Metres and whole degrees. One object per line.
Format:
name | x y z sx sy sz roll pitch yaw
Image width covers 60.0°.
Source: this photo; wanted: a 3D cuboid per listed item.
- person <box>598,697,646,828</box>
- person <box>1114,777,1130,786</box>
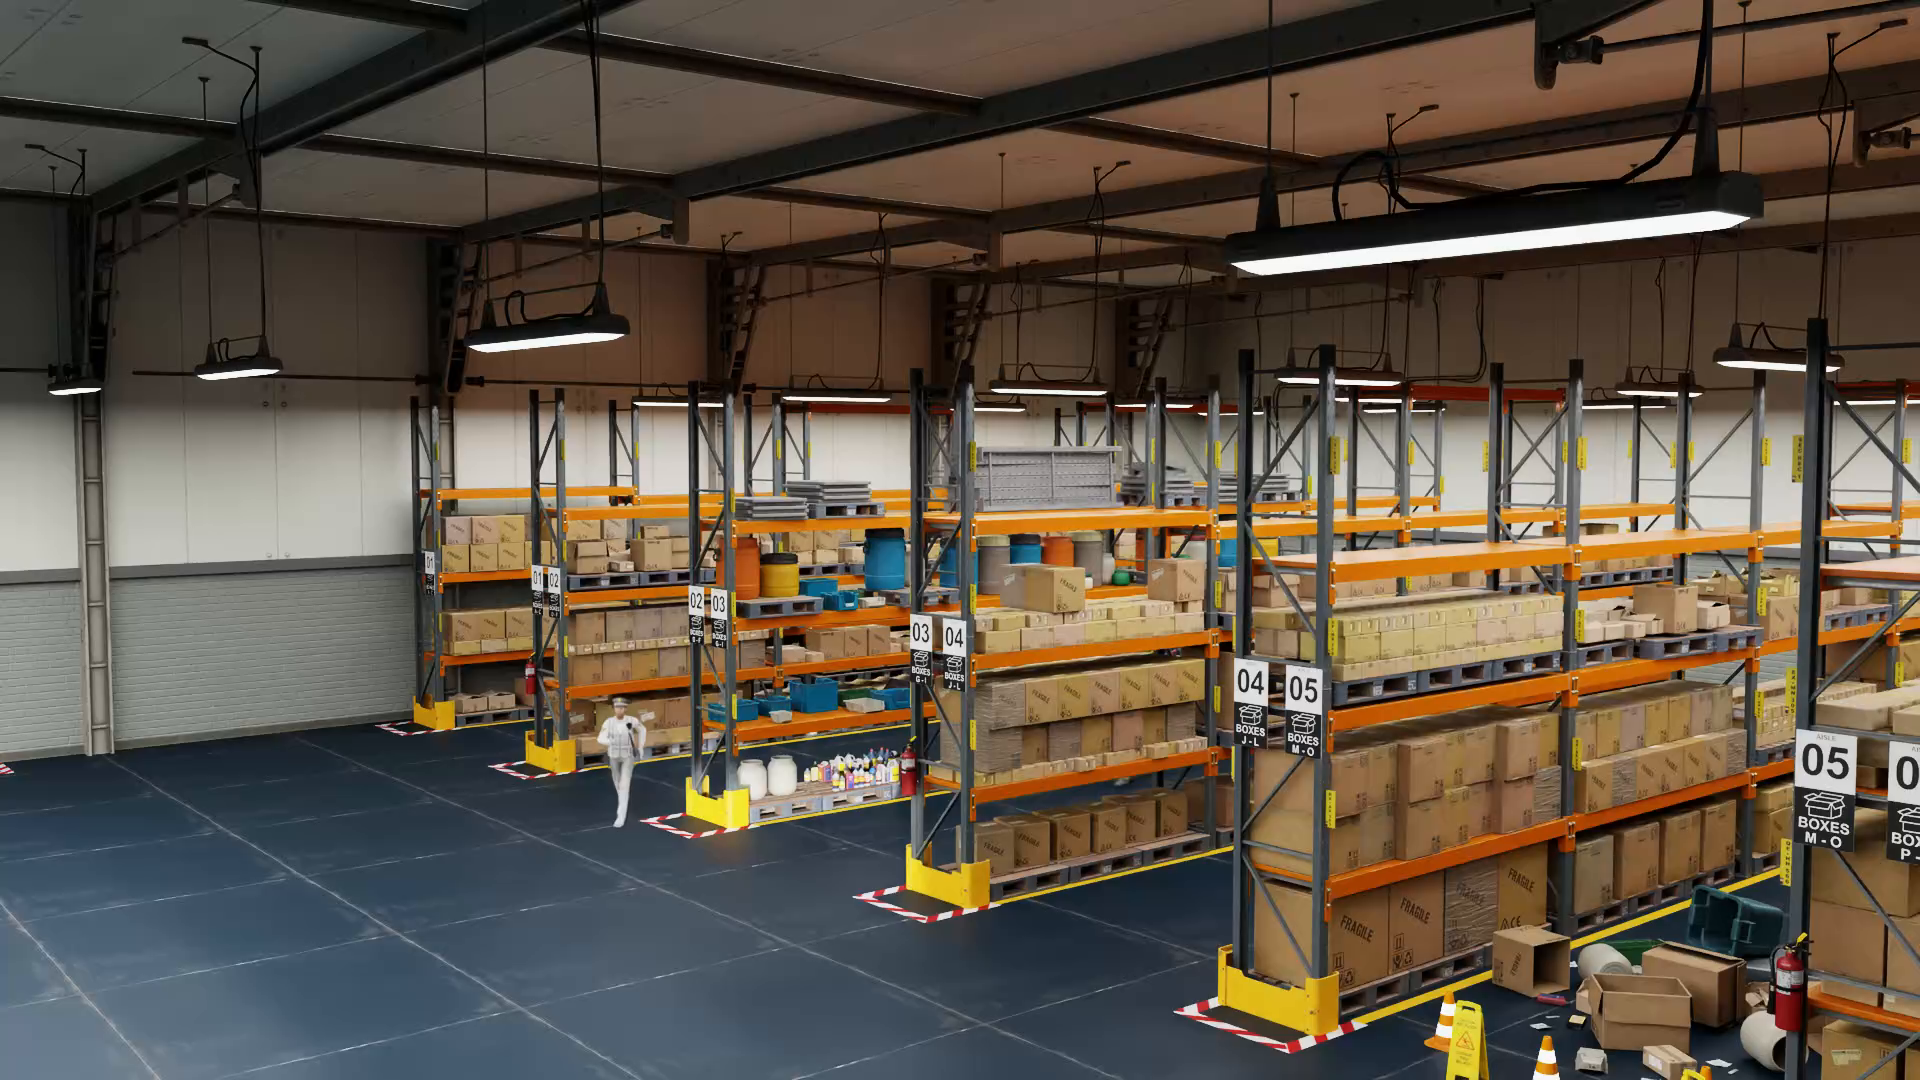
person | -4.590 2.962 22.577 0.598 1.702 0.919 0 3 1
person | 2.619 2.811 25.120 0.697 1.773 0.671 -3 5 -43
